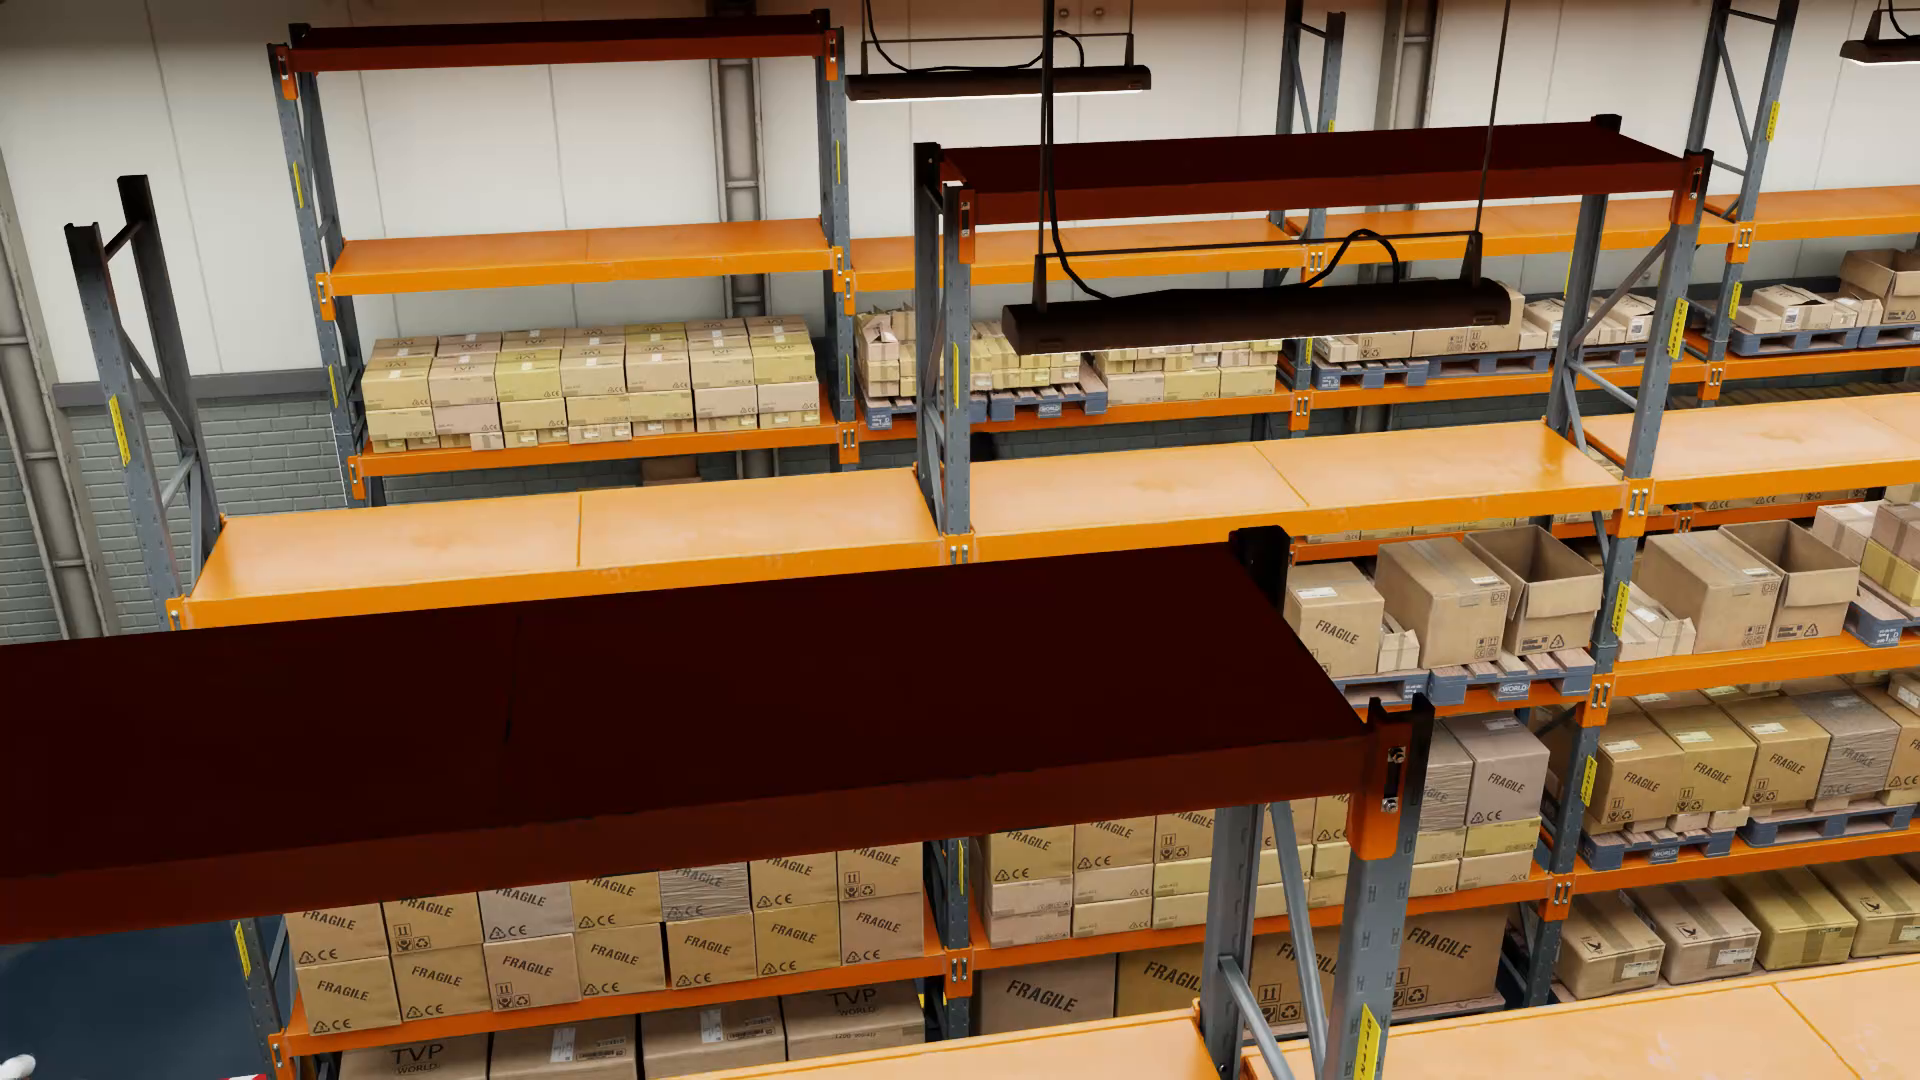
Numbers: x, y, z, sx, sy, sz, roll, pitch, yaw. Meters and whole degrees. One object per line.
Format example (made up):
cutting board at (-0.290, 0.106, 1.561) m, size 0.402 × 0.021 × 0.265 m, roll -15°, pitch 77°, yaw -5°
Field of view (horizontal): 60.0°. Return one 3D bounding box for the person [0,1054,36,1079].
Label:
person at (-5.459, 3.528, 9.327) m, size 0.685 × 1.436 × 1.049 m, roll -14°, pitch 29°, yaw -27°
